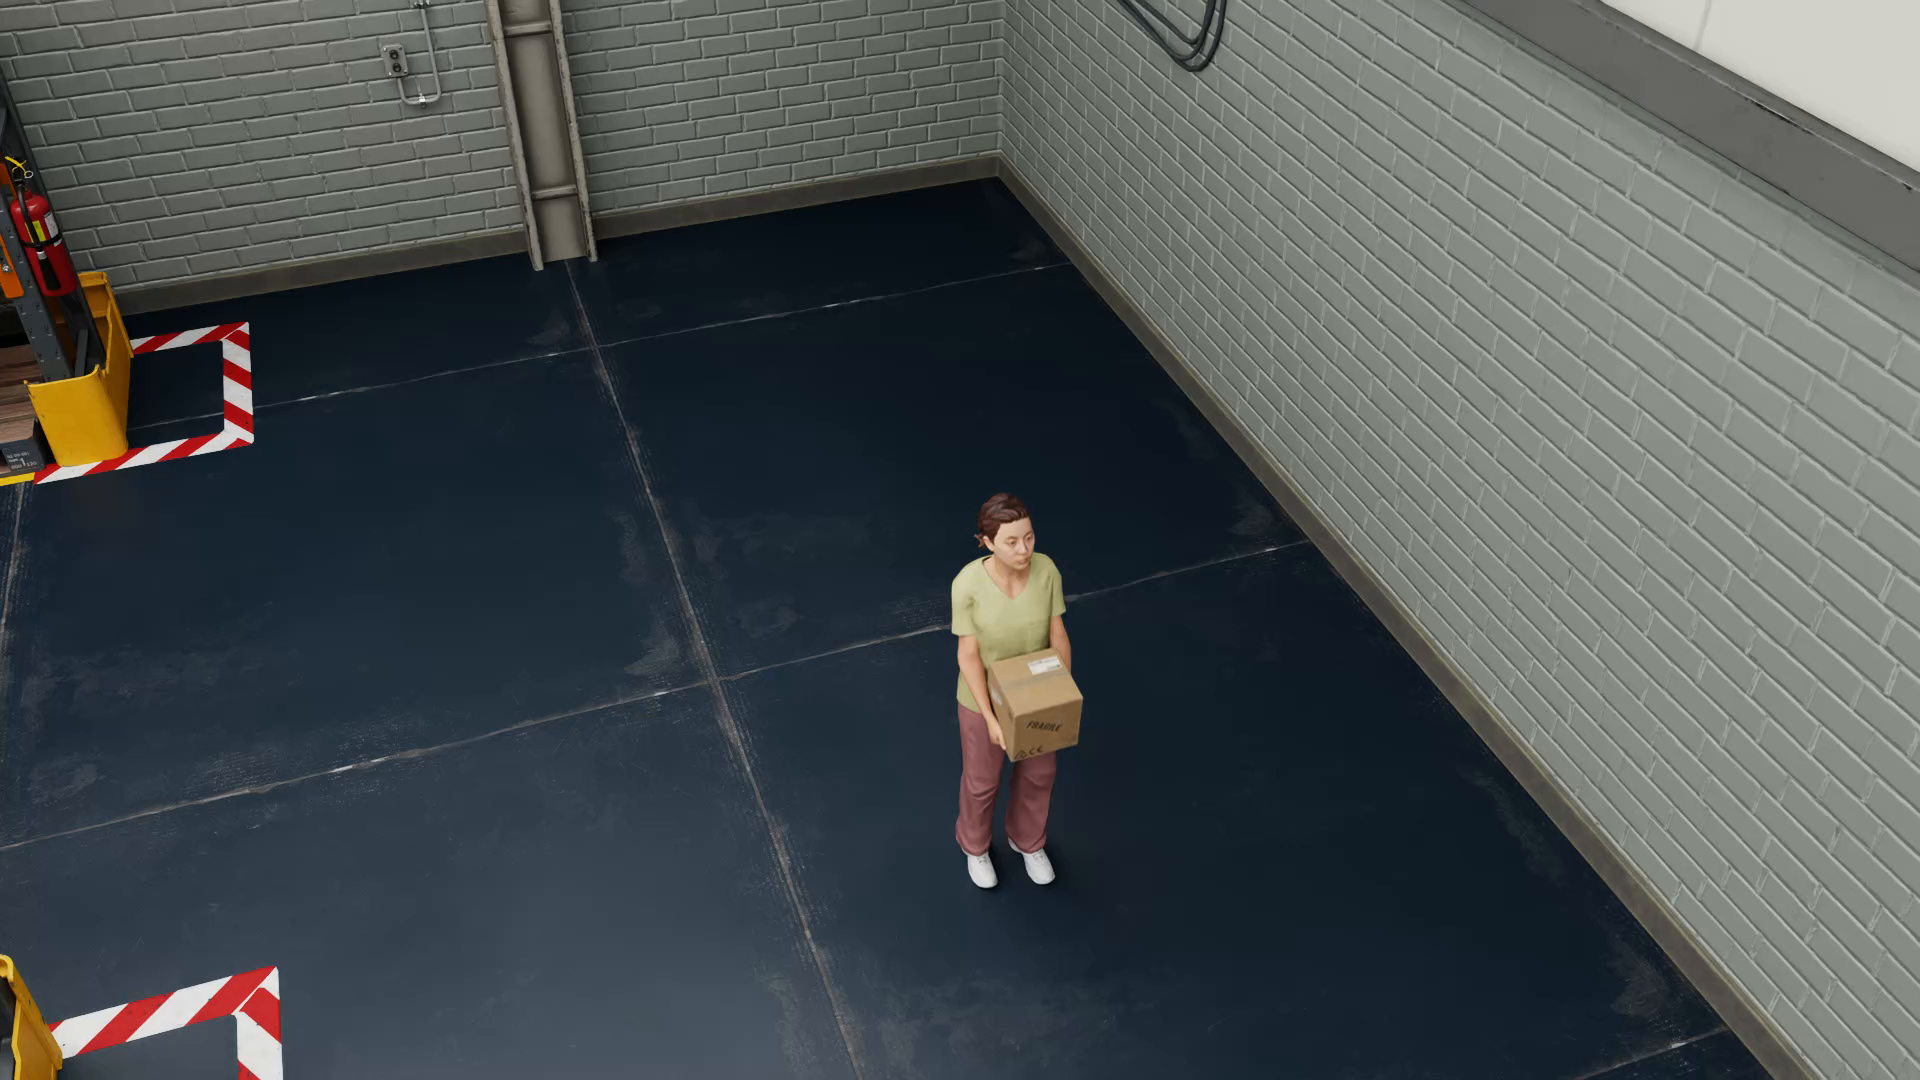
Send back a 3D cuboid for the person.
[{"bbox_3d":[0.195,0.700,6.102,0.428,1.406,0.551,-13,40,-16],"label":"person"}]
